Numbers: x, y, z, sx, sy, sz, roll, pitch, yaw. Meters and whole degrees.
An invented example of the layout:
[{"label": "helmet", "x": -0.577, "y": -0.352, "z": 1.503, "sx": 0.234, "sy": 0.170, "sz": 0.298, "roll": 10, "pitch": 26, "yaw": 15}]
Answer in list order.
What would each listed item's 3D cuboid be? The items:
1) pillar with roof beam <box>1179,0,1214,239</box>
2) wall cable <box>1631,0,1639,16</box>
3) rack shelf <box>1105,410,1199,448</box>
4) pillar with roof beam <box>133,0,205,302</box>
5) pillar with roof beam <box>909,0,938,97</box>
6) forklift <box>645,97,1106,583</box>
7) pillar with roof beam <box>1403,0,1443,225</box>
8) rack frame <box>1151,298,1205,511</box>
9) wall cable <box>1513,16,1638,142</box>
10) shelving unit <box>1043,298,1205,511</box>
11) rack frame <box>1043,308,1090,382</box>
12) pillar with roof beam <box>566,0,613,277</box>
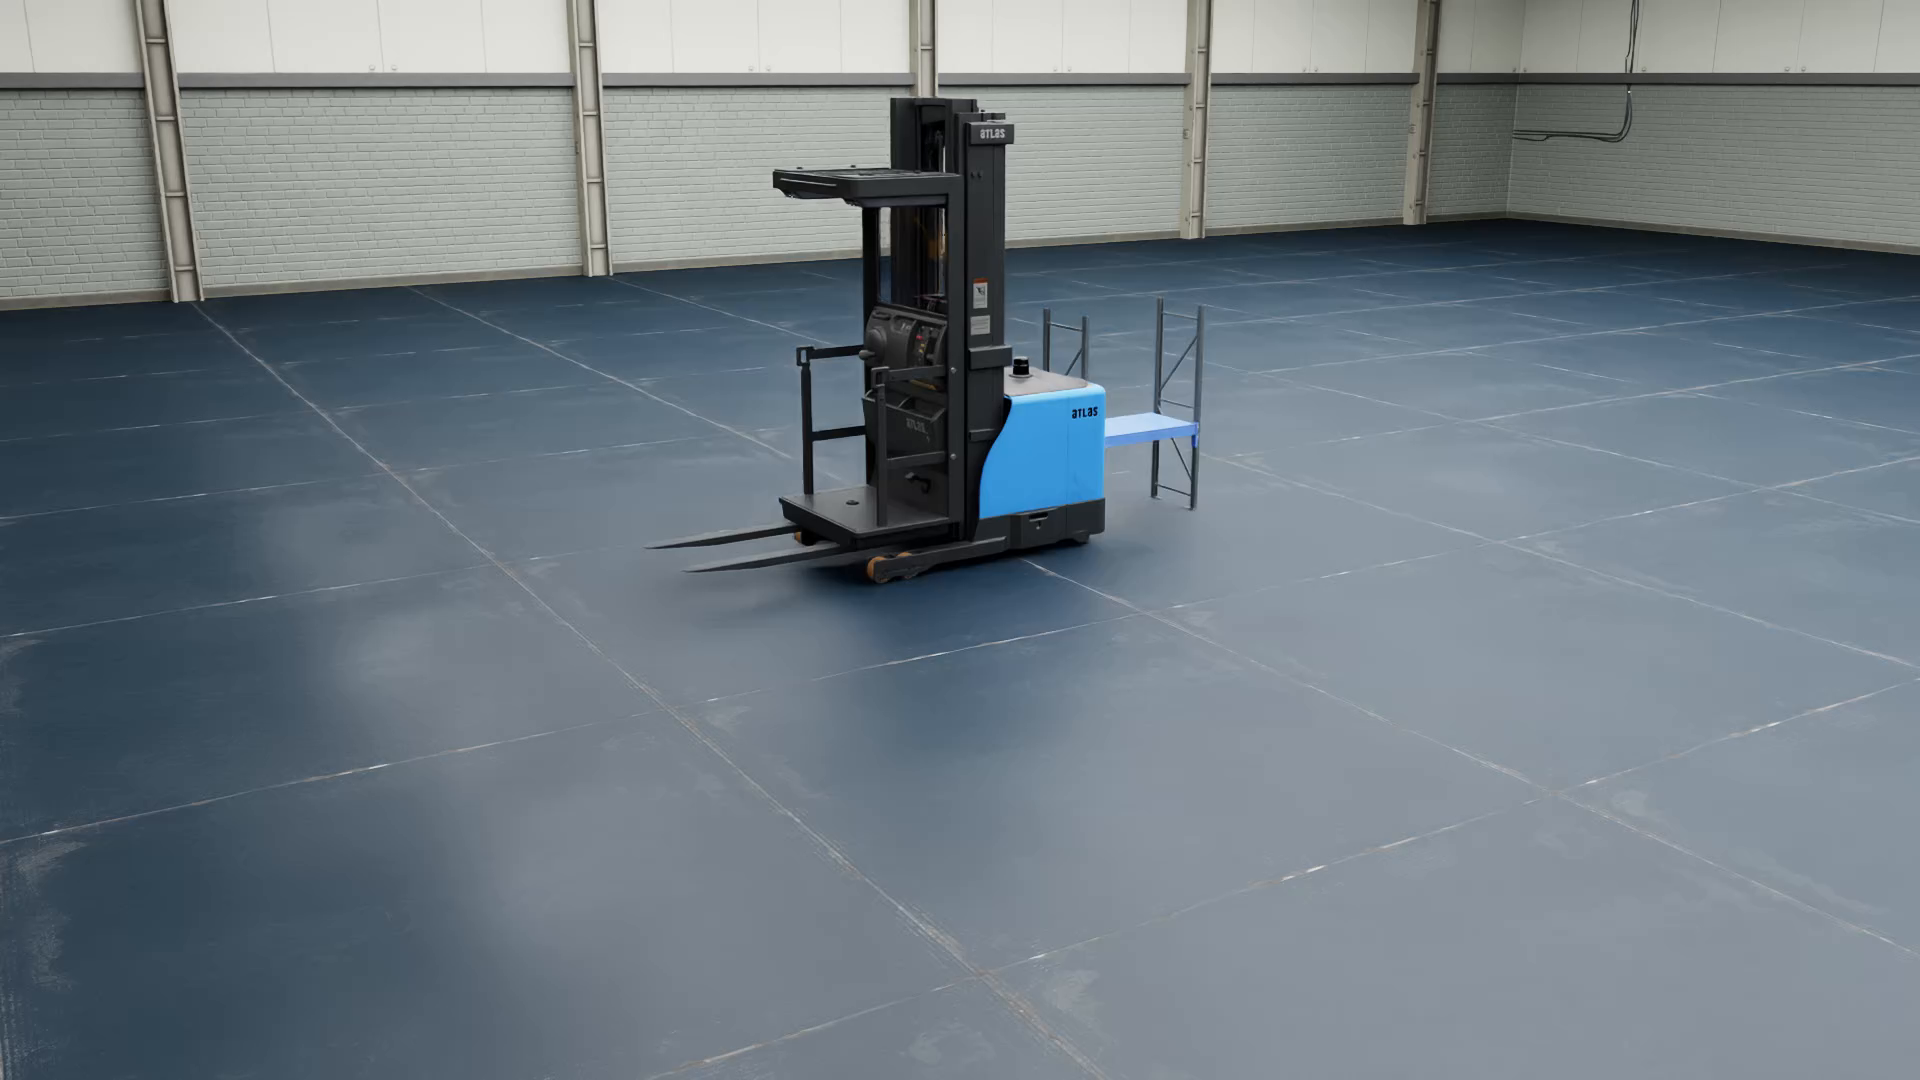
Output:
[{"label": "pillar with roof beam", "x": 6.738, "y": -9.226, "z": 27.651, "sx": 0.400, "sy": 9.000, "sz": 9.100, "roll": -9, "pitch": 18, "yaw": -30}, {"label": "wall cable", "x": 14.263, "y": -11.471, "z": 32.054, "sx": 0.112, "sy": 2.526, "sz": 3.097, "roll": -9, "pitch": 18, "yaw": -30}, {"label": "rack shelf", "x": 1.161, "y": -0.749, "z": 11.968, "sx": 1.000, "sy": 0.185, "sz": 0.538, "roll": -10, "pitch": 18, "yaw": -31}, {"label": "pillar with roof beam", "x": -8.692, "y": -6.724, "z": 18.725, "sx": 0.400, "sy": 9.000, "sz": 9.100, "roll": -9, "pitch": 18, "yaw": -30}, {"label": "pillar with roof beam", "x": 1.595, "y": -8.392, "z": 24.676, "sx": 0.400, "sy": 9.000, "sz": 9.100, "roll": -9, "pitch": 18, "yaw": -30}, {"label": "forklift", "x": -0.528, "y": -1.302, "z": 10.624, "sx": 3.031, "sy": 2.935, "sz": 1.130, "roll": -10, "pitch": 18, "yaw": -31}, {"label": "pillar with roof beam", "x": 11.881, "y": -10.060, "z": 30.627, "sx": 0.400, "sy": 9.000, "sz": 9.100, "roll": -9, "pitch": 18, "yaw": -30}, {"label": "rack frame", "x": 1.590, "y": -0.995, "z": 12.182, "sx": 0.032, "sy": 1.500, "sz": 0.500, "roll": -10, "pitch": 18, "yaw": -31}, {"label": "wall cable", "x": 12.870, "y": -9.665, "z": 34.968, "sx": 0.112, "sy": 2.526, "sz": 3.097, "roll": -9, "pitch": 18, "yaw": -30}, {"label": "shelving unit", "x": 1.161, "y": -0.922, "z": 11.920, "sx": 1.048, "sy": 1.500, "sz": 0.538, "roll": -10, "pitch": 18, "yaw": -31}, {"label": "rack frame", "x": 0.732, "y": -0.848, "z": 11.657, "sx": 0.032, "sy": 1.500, "sz": 0.500, "roll": -10, "pitch": 18, "yaw": -31}, {"label": "pillar with roof beam", "x": -3.549, "y": -7.558, "z": 21.701, "sx": 0.400, "sy": 9.000, "sz": 9.100, "roll": -9, "pitch": 18, "yaw": -30}]
